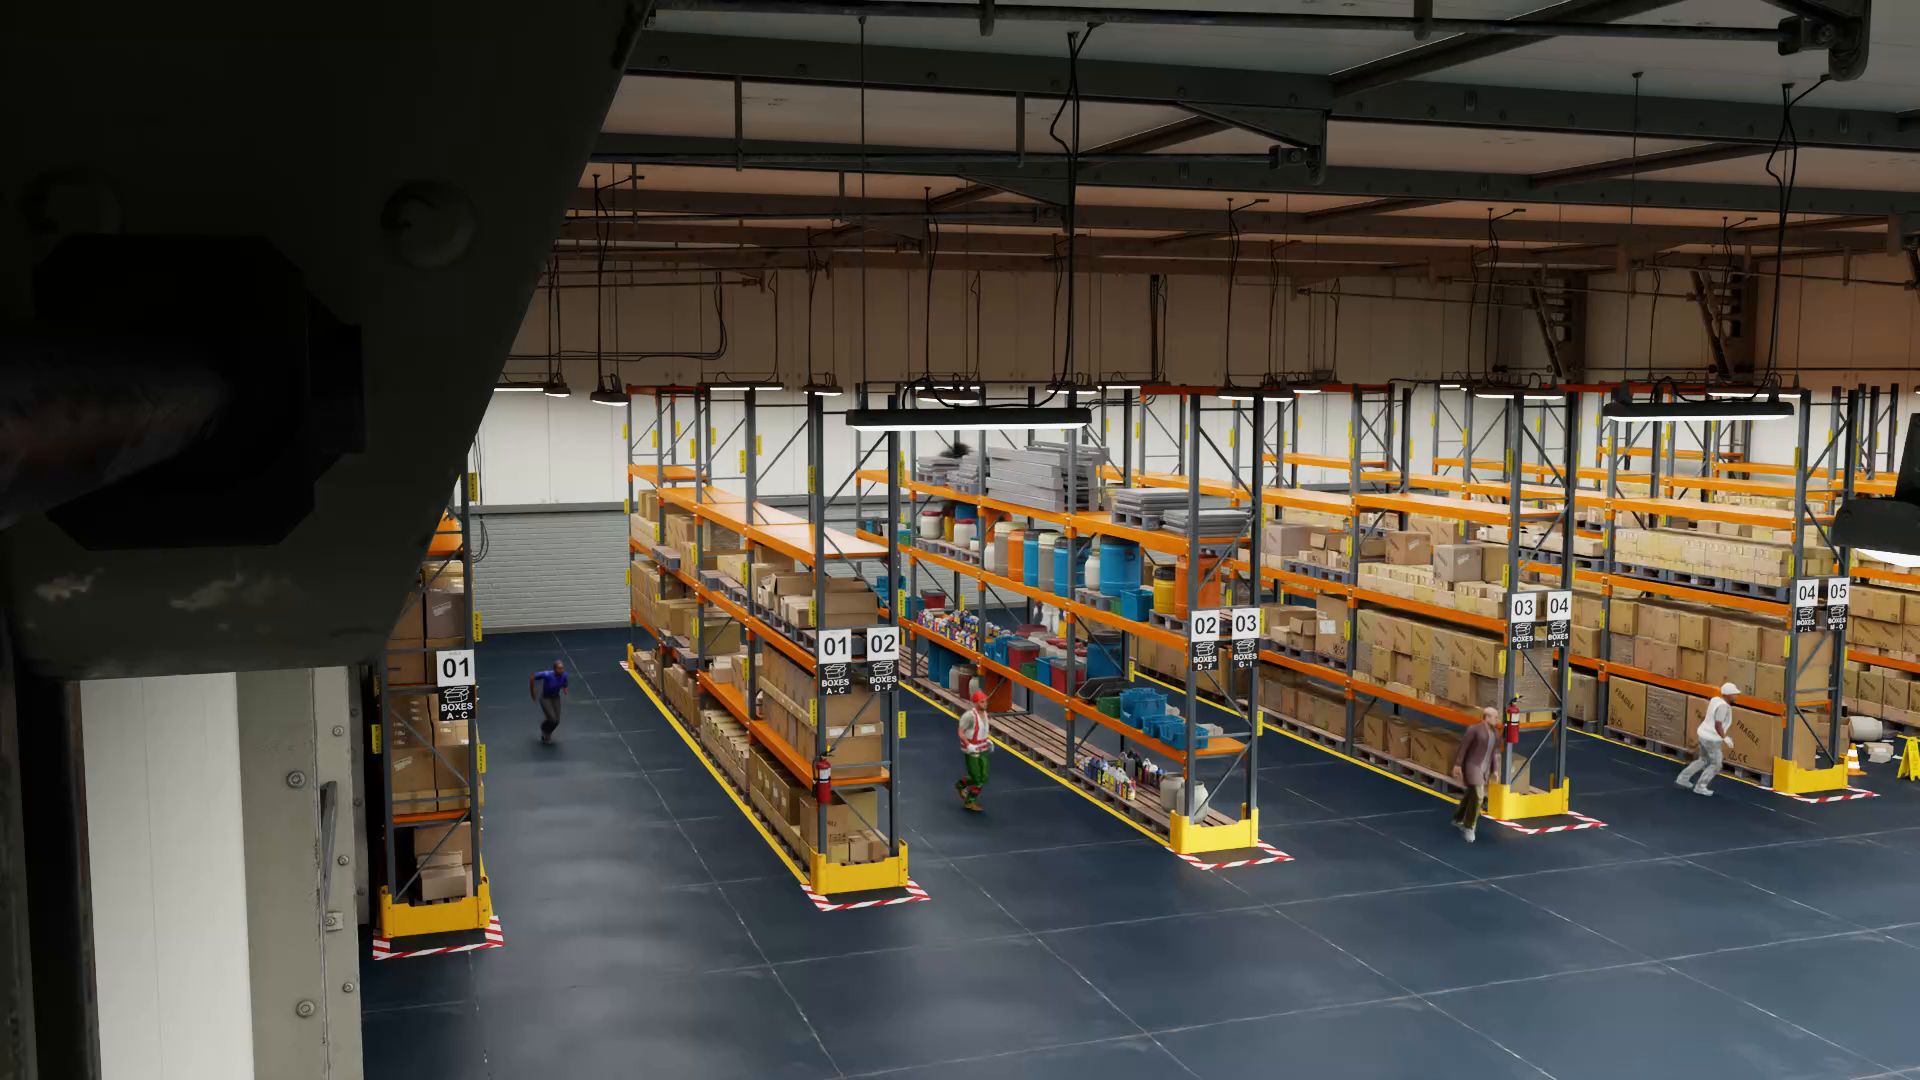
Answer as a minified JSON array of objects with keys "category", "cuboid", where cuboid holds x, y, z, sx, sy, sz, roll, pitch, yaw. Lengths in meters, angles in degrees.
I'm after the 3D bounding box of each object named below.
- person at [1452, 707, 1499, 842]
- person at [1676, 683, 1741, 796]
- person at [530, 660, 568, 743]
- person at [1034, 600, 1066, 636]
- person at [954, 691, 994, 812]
[{"category":"person","cuboid":[6.970,3.137,22.623,0.682,1.784,0.631,-4,7,-33]},{"category":"person","cuboid":[11.095,2.946,24.634,0.789,1.711,0.660,1,6,13]},{"category":"person","cuboid":[-6.871,2.730,27.863,0.610,1.473,0.815,-5,8,-41]},{"category":"person","cuboid":[1.987,1.600,36.082,0.663,1.663,0.785,-1,6,-10]},{"category":"person","cuboid":[0.154,3.011,23.916,0.627,1.734,0.651,6,8,44]}]
